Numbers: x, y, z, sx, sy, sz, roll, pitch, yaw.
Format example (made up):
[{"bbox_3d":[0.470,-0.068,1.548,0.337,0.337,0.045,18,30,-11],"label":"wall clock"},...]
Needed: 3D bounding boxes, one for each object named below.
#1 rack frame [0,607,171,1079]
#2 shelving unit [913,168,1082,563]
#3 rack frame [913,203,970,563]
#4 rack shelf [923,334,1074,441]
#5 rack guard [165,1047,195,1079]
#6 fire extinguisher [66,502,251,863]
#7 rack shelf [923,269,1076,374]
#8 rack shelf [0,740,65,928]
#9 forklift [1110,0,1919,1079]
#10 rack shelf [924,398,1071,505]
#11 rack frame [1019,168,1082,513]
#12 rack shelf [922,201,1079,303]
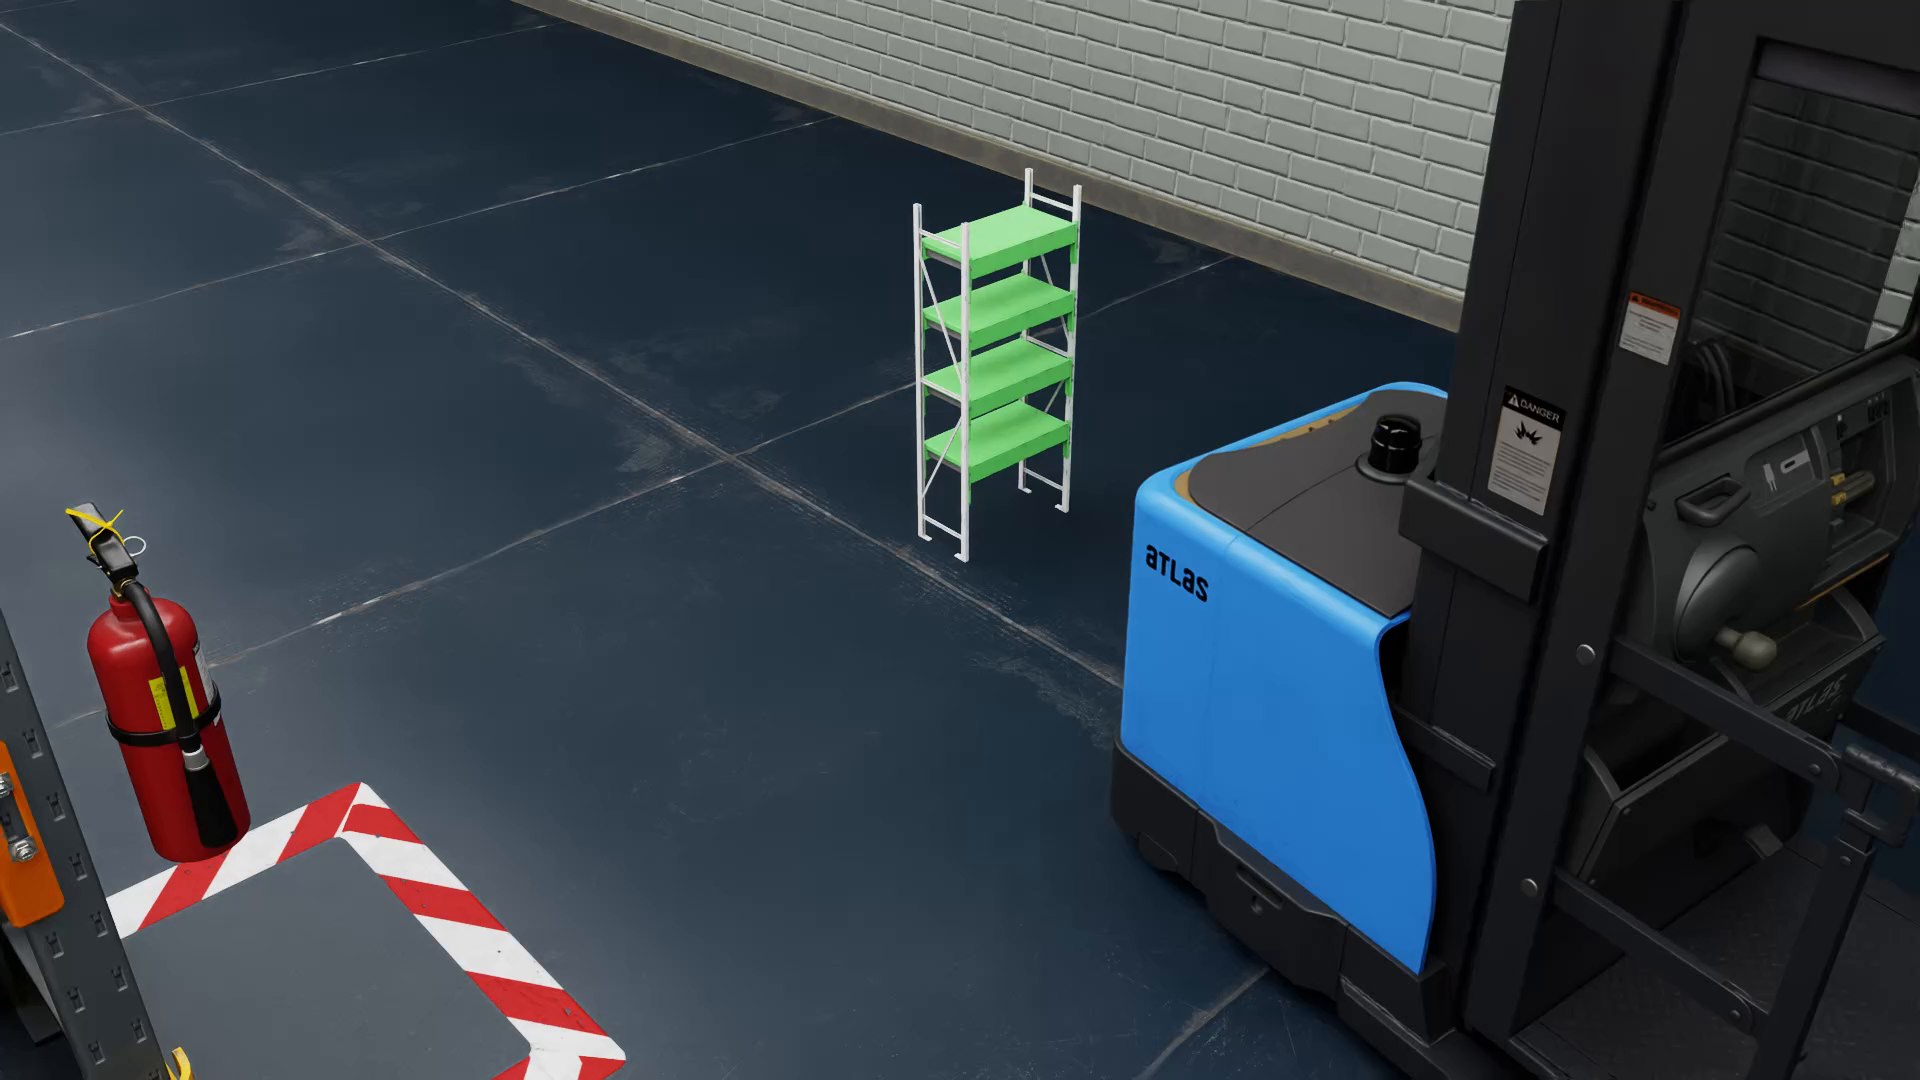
[{"bbox_3d":[-1.894,-0.025,2.916,0.127,3.000,1.000,-26,40,-35],"label":"rack frame"},{"bbox_3d":[0.121,-0.571,5.533,0.503,1.200,0.258,-26,40,-35],"label":"shelving unit"},{"bbox_3d":[-0.058,-0.484,5.391,0.015,1.200,0.240,-26,40,-35],"label":"rack frame"},{"bbox_3d":[0.121,-0.516,5.566,0.480,0.148,0.258,-26,40,-35],"label":"rack shelf"},{"bbox_3d":[-1.950,1.068,3.524,0.348,0.500,1.175,-26,40,-35],"label":"rack guard"},{"bbox_3d":[-1.396,0.254,2.891,0.183,0.674,0.296,-26,40,-35],"label":"fire extinguisher"},{"bbox_3d":[0.121,-0.721,5.441,0.480,0.148,0.258,-26,40,-35],"label":"rack shelf"},{"bbox_3d":[-3.361,0.991,1.943,4.000,0.370,1.077,-26,40,-35],"label":"rack shelf"},{"bbox_3d":[1.674,-0.006,2.951,1.130,2.935,3.031,-21,37,-30],"label":"forklift"},{"bbox_3d":[0.121,-0.311,5.692,0.480,0.148,0.258,-26,40,-35],"label":"rack shelf"},{"bbox_3d":[0.300,-0.657,5.675,0.015,1.200,0.240,-26,40,-35],"label":"rack frame"},{"bbox_3d":[0.121,-0.926,5.316,0.480,0.148,0.258,-26,40,-35],"label":"rack shelf"}]
